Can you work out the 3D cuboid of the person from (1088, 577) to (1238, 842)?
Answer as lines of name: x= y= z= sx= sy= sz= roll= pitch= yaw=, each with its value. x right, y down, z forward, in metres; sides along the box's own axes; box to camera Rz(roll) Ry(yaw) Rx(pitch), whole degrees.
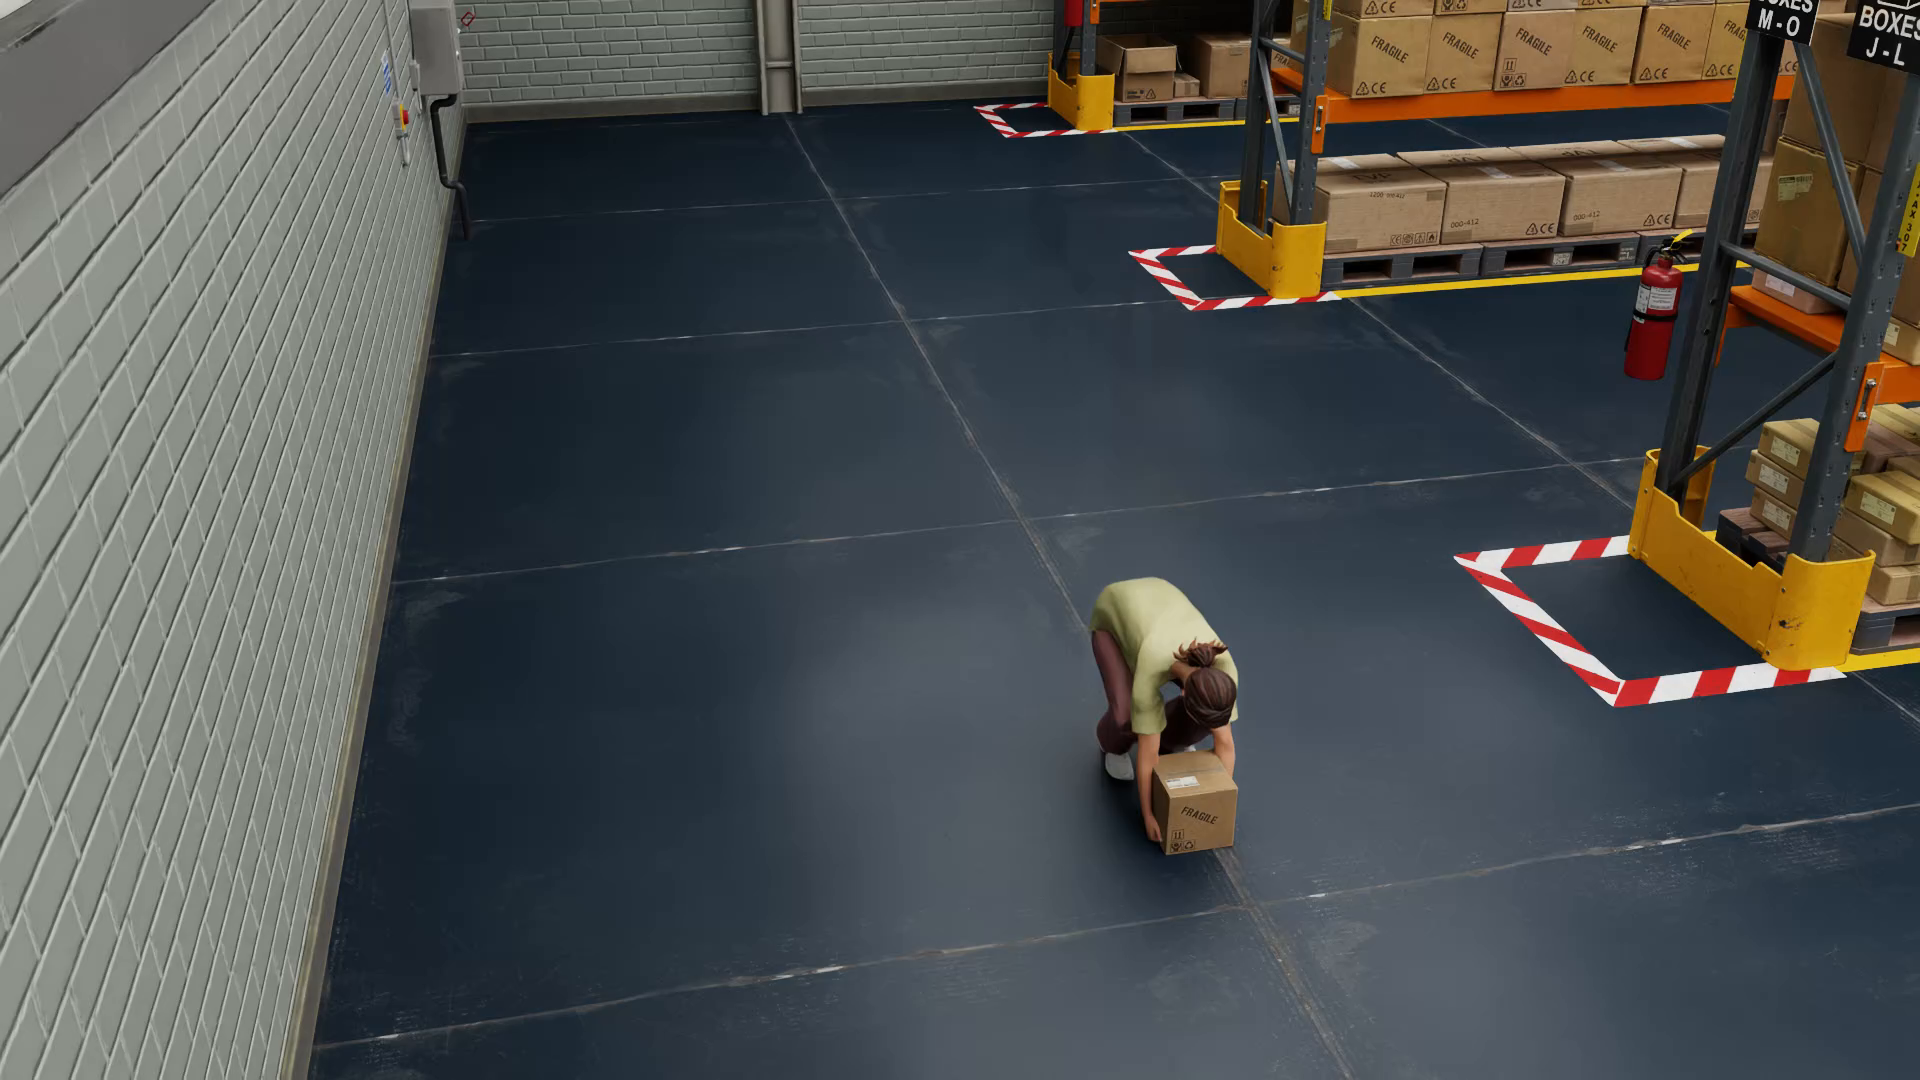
person: x=0.751 y=0.578 z=6.029 sx=0.463 sy=0.754 sz=0.867 roll=-7 pitch=28 yaw=-13
